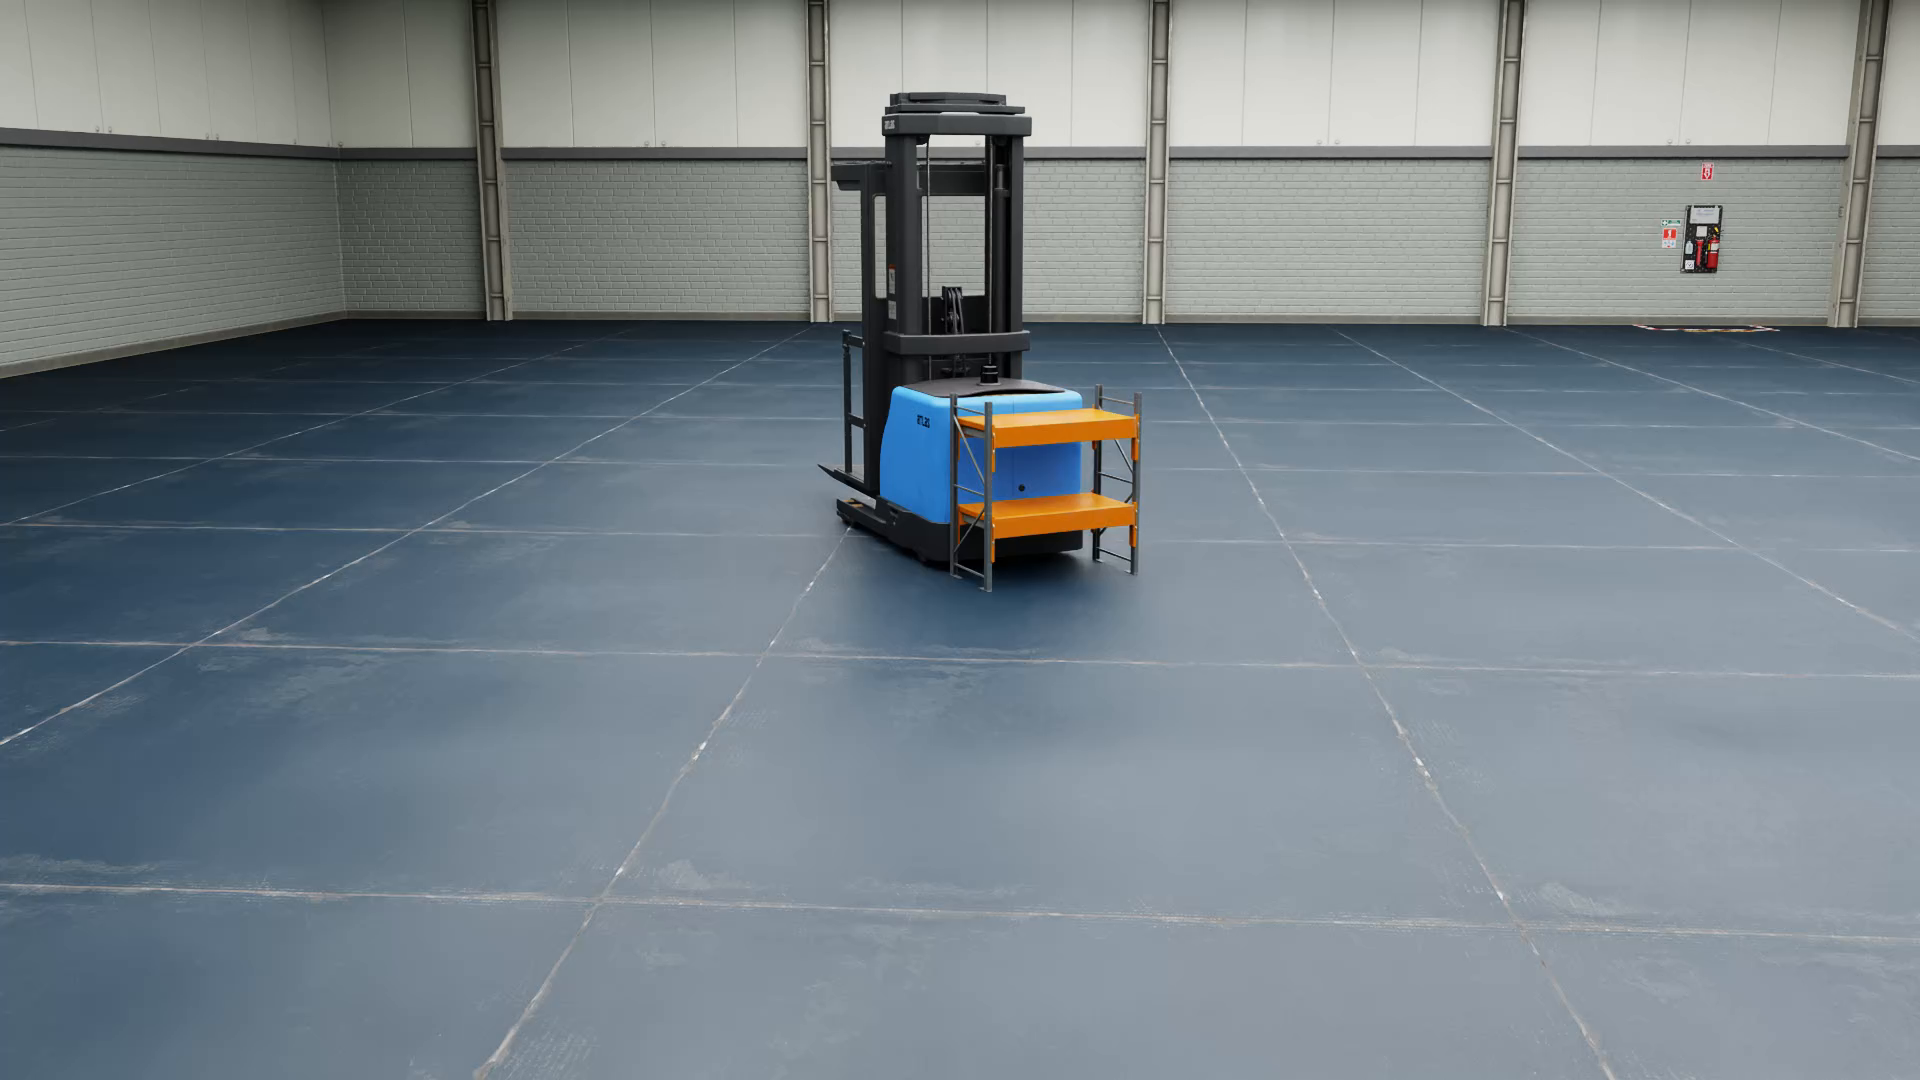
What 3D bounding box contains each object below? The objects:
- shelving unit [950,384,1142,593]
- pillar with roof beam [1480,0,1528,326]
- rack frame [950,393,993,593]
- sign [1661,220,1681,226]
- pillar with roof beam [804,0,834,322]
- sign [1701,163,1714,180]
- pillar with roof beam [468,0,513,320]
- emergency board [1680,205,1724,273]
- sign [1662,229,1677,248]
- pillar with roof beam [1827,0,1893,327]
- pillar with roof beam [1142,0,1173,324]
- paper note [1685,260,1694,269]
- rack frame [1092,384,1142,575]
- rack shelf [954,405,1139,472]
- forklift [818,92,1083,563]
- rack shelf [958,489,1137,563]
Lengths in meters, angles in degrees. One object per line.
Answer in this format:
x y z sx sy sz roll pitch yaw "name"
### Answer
0.518 -0.335 10.121 1.048 1.125 0.538 -6 13 -26 "shelving unit"
9.177 -7.346 24.408 0.400 9.000 9.100 1 12 4 "pillar with roof beam"
0.063 -0.288 9.899 0.032 1.125 0.500 -6 13 -26 "rack frame"
12.448 -5.552 29.103 0.331 0.109 0.001 1 12 4 "sign"
-2.796 -7.510 25.193 0.400 9.000 9.100 1 12 4 "pillar with roof beam"
12.987 -6.404 28.893 0.199 0.298 0.001 1 12 4 "sign"
-8.782 -7.592 25.585 0.400 9.000 9.100 1 12 4 "pillar with roof beam"
12.989 -5.249 29.033 0.643 1.169 0.194 1 12 4 "emergency board"
12.444 -5.295 29.166 0.234 0.329 0.001 1 12 4 "sign"
15.164 -7.264 24.015 0.400 9.000 9.100 1 12 4 "pillar with roof beam"
3.191 -7.428 24.800 0.400 9.000 9.100 1 12 4 "pillar with roof beam"
12.817 -4.834 29.202 0.142 0.148 0.016 1 12 4 "paper note"
0.973 -0.381 10.343 0.032 1.125 0.500 -6 13 -26 "rack frame"
0.518 -0.621 10.061 1.000 0.278 0.538 -6 13 -26 "rack shelf"
-0.233 -1.553 11.533 1.130 2.935 3.031 -5 13 -22 "forklift"
0.518 -0.095 10.171 1.000 0.278 0.538 -6 13 -26 "rack shelf"
